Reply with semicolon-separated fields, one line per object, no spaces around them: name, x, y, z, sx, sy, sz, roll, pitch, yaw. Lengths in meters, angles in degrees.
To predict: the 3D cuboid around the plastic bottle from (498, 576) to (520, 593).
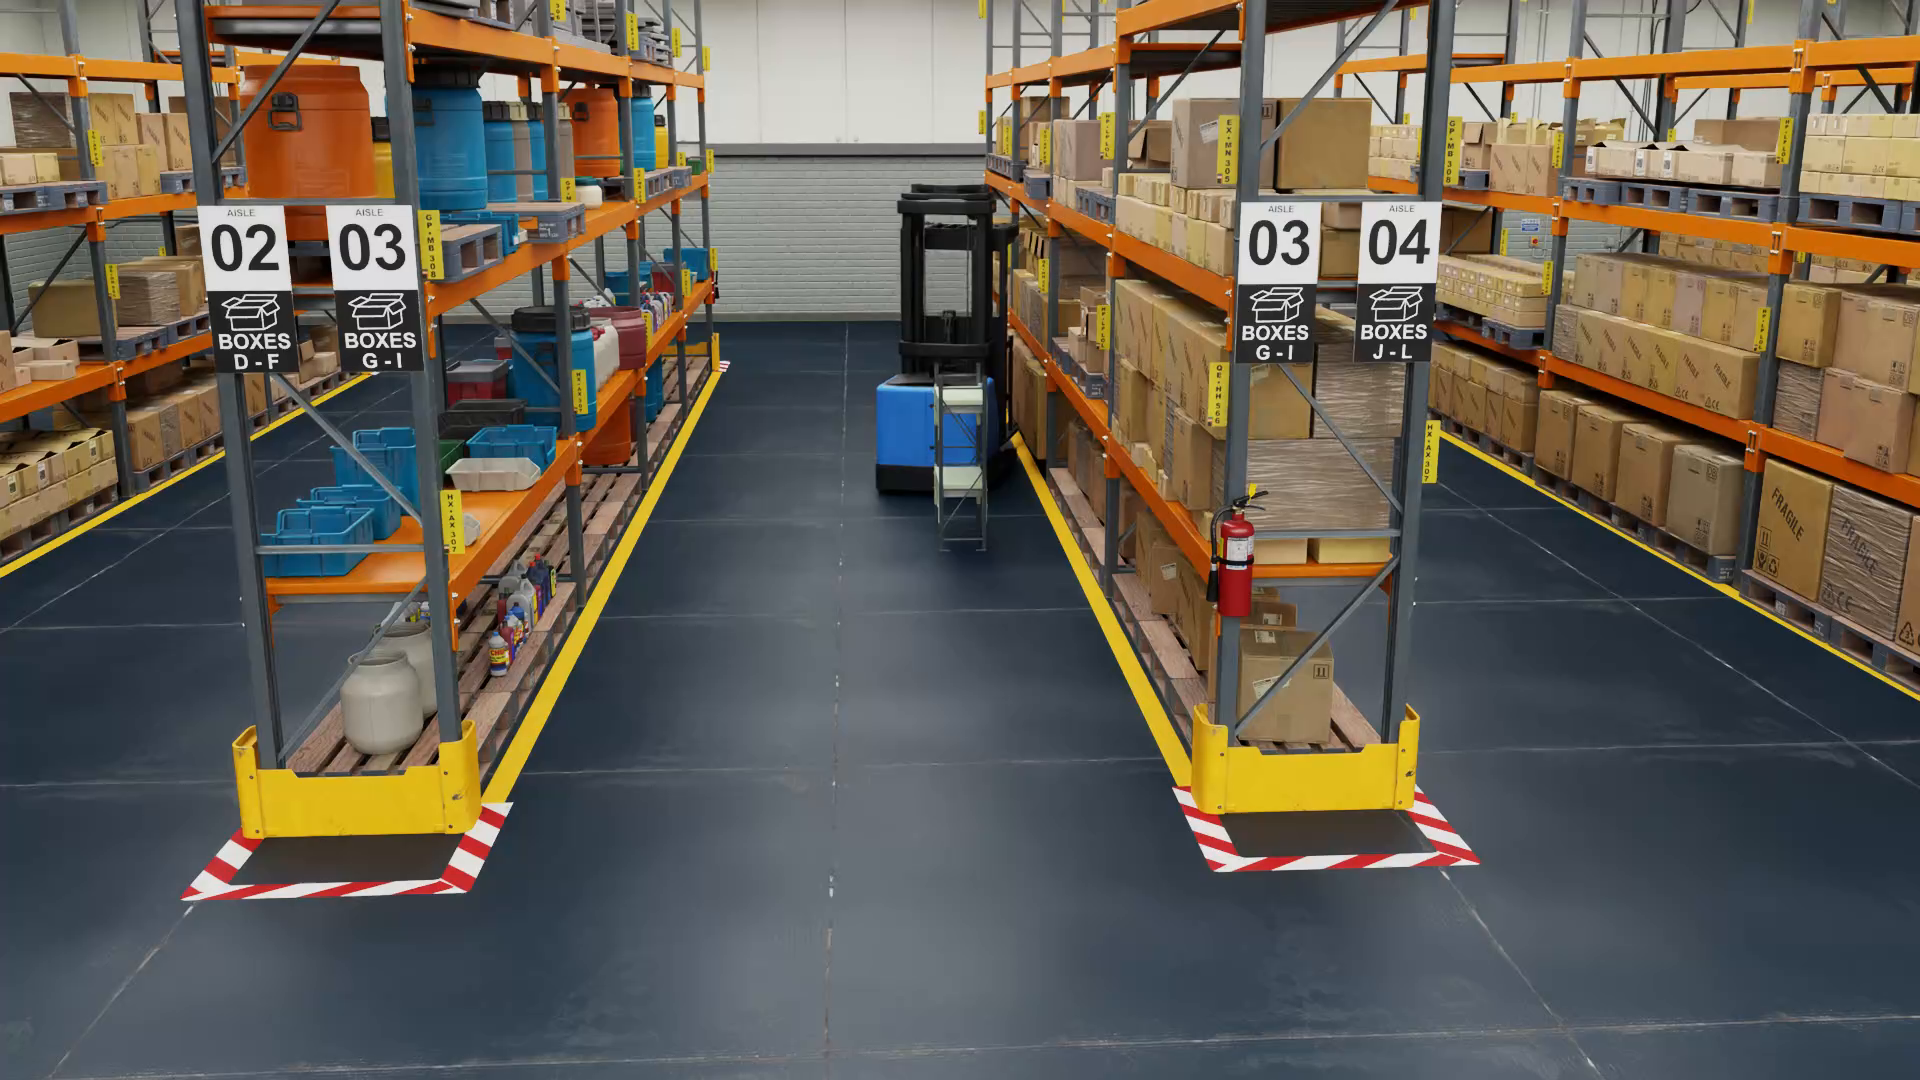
plastic bottle;-3.137;0.375;11.632;0.152;0.276;0.135;-1;14;-3

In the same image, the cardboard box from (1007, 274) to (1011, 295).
cardboard box;0.829;-3.186;20.594;0.500;0.250;0.500;-1;14;-4

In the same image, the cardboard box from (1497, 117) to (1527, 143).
cardboard box;5.938;-4.354;17.671;0.396;0.266;0.258;-1;14;-3

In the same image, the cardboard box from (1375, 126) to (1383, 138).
cardboard box;5.640;-5.333;21.713;0.380;0.149;0.250;-1;14;-4

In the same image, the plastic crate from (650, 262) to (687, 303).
plastic crate;-3.630;-3.219;20.767;0.402;0.464;0.583;-1;14;-3

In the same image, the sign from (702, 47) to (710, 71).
sign;-3.525;-6.689;23.112;0.100;0.325;0.005;-1;14;-3

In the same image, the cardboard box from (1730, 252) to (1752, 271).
cardboard box;10.642;-3.575;22.199;0.500;0.500;0.500;-1;14;-4

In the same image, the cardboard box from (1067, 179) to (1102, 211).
cardboard box;1.214;-3.018;14.518;0.500;0.250;0.500;-1;14;-2

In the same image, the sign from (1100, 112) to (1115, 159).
sign;1.060;-2.904;11.945;0.100;0.325;0.005;-1;14;-3

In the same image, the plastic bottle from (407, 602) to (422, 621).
plastic bottle;-3.656;0.487;11.049;0.144;0.351;0.185;-1;14;-4

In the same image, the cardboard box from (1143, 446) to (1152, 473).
cardboard box;1.429;-0.529;11.068;0.380;0.149;0.250;-1;14;-3

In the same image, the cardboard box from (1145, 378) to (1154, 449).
cardboard box;1.707;-0.851;11.018;0.875;0.500;0.500;-1;14;-3

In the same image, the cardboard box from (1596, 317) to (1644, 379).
cardboard box;6.146;-1.747;15.094;0.500;0.500;0.500;-1;14;-3

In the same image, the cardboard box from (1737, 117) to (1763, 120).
cardboard box;10.736;-5.406;22.254;0.500;0.500;0.500;-1;14;-2

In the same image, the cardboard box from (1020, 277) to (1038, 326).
cardboard box;0.960;-2.690;18.760;0.500;0.500;0.500;-1;14;-5

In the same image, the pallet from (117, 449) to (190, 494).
pallet;-8.530;-0.698;16.816;1.003;0.211;1.213;-1;14;-3

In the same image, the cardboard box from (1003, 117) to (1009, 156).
cardboard box;0.951;-5.359;22.070;0.700;0.500;0.500;-2;15;-7

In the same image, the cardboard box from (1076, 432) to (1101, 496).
cardboard box;1.474;-0.713;15.410;0.700;0.500;0.500;-2;15;-8

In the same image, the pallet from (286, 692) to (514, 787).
pallet;-3.179;1.182;9.509;1.003;0.211;1.213;-1;14;-3

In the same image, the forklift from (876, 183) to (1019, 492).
forklift;-0.008;-2.191;17.160;1.130;2.935;3.031;3;15;12

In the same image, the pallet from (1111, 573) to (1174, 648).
pallet;1.691;0.497;12.169;1.003;0.211;1.213;-1;14;-3

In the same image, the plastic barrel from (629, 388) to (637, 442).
plastic barrel;-3.695;-1.376;17.850;0.600;0.588;0.708;-1;14;-3

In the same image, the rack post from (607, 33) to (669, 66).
rack post;-3.573;-5.094;17.271;0.937;0.300;0.954;1;14;3

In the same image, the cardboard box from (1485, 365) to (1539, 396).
cardboard box;5.976;-1.713;17.834;0.500;0.250;0.500;-1;14;-3

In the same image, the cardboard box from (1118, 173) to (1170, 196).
cardboard box;1.326;-2.507;11.732;0.380;0.149;0.250;-1;14;-5

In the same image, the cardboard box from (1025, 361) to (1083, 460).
cardboard box;1.344;-1.361;17.216;1.225;0.875;0.875;-2;15;-6

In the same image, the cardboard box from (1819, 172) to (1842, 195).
cardboard box;6.272;-2.494;11.639;0.380;0.149;0.250;-1;14;-3

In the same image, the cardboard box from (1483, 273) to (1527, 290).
cardboard box;5.785;-2.744;17.640;0.380;0.149;0.250;0;14;-2

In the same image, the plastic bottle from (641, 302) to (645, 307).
plastic bottle;-3.539;-2.521;18.563;0.097;0.271;0.097;0;14;0

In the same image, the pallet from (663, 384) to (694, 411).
pallet;-3.910;-1.764;20.960;1.003;0.211;1.213;-1;14;-3

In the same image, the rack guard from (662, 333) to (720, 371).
rack guard;-4.088;-2.723;24.105;1.175;0.500;0.348;-1;14;-3

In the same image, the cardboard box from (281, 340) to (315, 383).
cardboard box;-8.891;-2.328;21.683;0.797;0.503;0.637;-1;14;-3

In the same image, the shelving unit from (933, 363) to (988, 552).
shelving unit;0.000;-0.725;14.333;0.431;1.500;0.755;-1;14;-3

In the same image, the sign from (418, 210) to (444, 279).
sign;-2.533;-1.413;7.959;0.100;0.325;0.005;-1;14;-3

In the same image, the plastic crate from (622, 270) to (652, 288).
plastic crate;-4.305;-3.481;22.253;0.416;0.233;0.300;-1;14;-3

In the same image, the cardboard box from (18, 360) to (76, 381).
cardboard box;-8.190;-1.521;14.923;0.380;0.149;0.250;-1;14;-3

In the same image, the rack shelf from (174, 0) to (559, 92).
rack shelf;-3.206;-2.809;9.631;1.077;0.370;4.000;-1;14;-3

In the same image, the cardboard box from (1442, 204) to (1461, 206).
cardboard box;6.242;-4.108;21.667;0.500;0.500;0.500;-1;14;-3

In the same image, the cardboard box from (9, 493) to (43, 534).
cardboard box;-8.147;-0.226;14.060;0.500;0.250;0.500;-1;14;-2

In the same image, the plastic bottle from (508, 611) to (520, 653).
plastic bottle;-2.911;0.594;10.790;0.097;0.271;0.097;0;14;0

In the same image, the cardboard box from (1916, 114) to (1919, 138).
cardboard box;6.334;-2.628;10.560;0.380;0.149;0.250;-1;14;-4

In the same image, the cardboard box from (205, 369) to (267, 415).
cardboard box;-8.453;-1.741;19.408;0.500;0.500;0.500;-1;14;-4

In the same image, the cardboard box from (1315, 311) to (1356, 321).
cardboard box;2.043;-1.091;9.943;0.500;0.500;0.500;-1;14;-3

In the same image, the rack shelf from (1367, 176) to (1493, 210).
rack shelf;5.951;-4.662;22.051;1.077;0.370;4.000;-1;14;-3

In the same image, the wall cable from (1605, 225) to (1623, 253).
wall cable;11.803;-6.076;30.081;0.588;1.984;0.122;-1;14;-3

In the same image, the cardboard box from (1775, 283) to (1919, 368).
cardboard box;6.559;-1.574;12.157;0.875;0.550;0.550;-1;14;-3

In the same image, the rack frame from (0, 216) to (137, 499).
rack frame;-8.522;-1.862;15.745;1.000;3.000;0.127;-1;14;-3

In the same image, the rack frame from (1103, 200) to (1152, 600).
rack frame;1.614;-1.020;12.469;1.000;3.000;0.127;-1;14;-3

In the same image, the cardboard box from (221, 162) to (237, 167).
cardboard box;-8.553;-4.362;19.741;0.500;0.250;0.500;-1;14;-3

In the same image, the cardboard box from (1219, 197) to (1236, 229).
cardboard box;1.533;-1.662;8.447;0.380;0.149;0.250;-1;14;-3

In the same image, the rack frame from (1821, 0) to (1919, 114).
rack frame;11.009;-6.067;20.049;1.000;3.000;0.127;-1;14;-3

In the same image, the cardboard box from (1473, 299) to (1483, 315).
cardboard box;5.773;-2.518;17.953;0.380;0.149;0.250;-2;15;-6

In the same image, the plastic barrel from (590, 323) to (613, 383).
plastic barrel;-3.275;-1.635;14.636;0.421;0.512;0.421;0;14;0

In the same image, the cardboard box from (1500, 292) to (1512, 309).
cardboard box;5.819;-2.474;17.185;0.380;0.149;0.250;0;14;-1

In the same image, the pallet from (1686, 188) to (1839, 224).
pallet;6.464;-2.658;13.202;0.805;0.209;1.217;-1;15;-6

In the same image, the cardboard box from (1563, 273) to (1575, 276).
cardboard box;6.441;-2.747;17.651;0.380;0.149;0.250;-1;15;-6

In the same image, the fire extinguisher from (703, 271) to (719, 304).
fire extinguisher;-3.629;-3.754;24.000;0.296;0.674;0.183;-1;14;-3

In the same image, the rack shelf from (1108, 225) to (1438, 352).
rack shelf;1.738;-1.626;10.252;1.077;0.370;4.000;-1;14;-3

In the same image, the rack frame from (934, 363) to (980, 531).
rack frame;-0.022;-0.816;14.687;0.400;1.500;0.023;-1;14;-3
